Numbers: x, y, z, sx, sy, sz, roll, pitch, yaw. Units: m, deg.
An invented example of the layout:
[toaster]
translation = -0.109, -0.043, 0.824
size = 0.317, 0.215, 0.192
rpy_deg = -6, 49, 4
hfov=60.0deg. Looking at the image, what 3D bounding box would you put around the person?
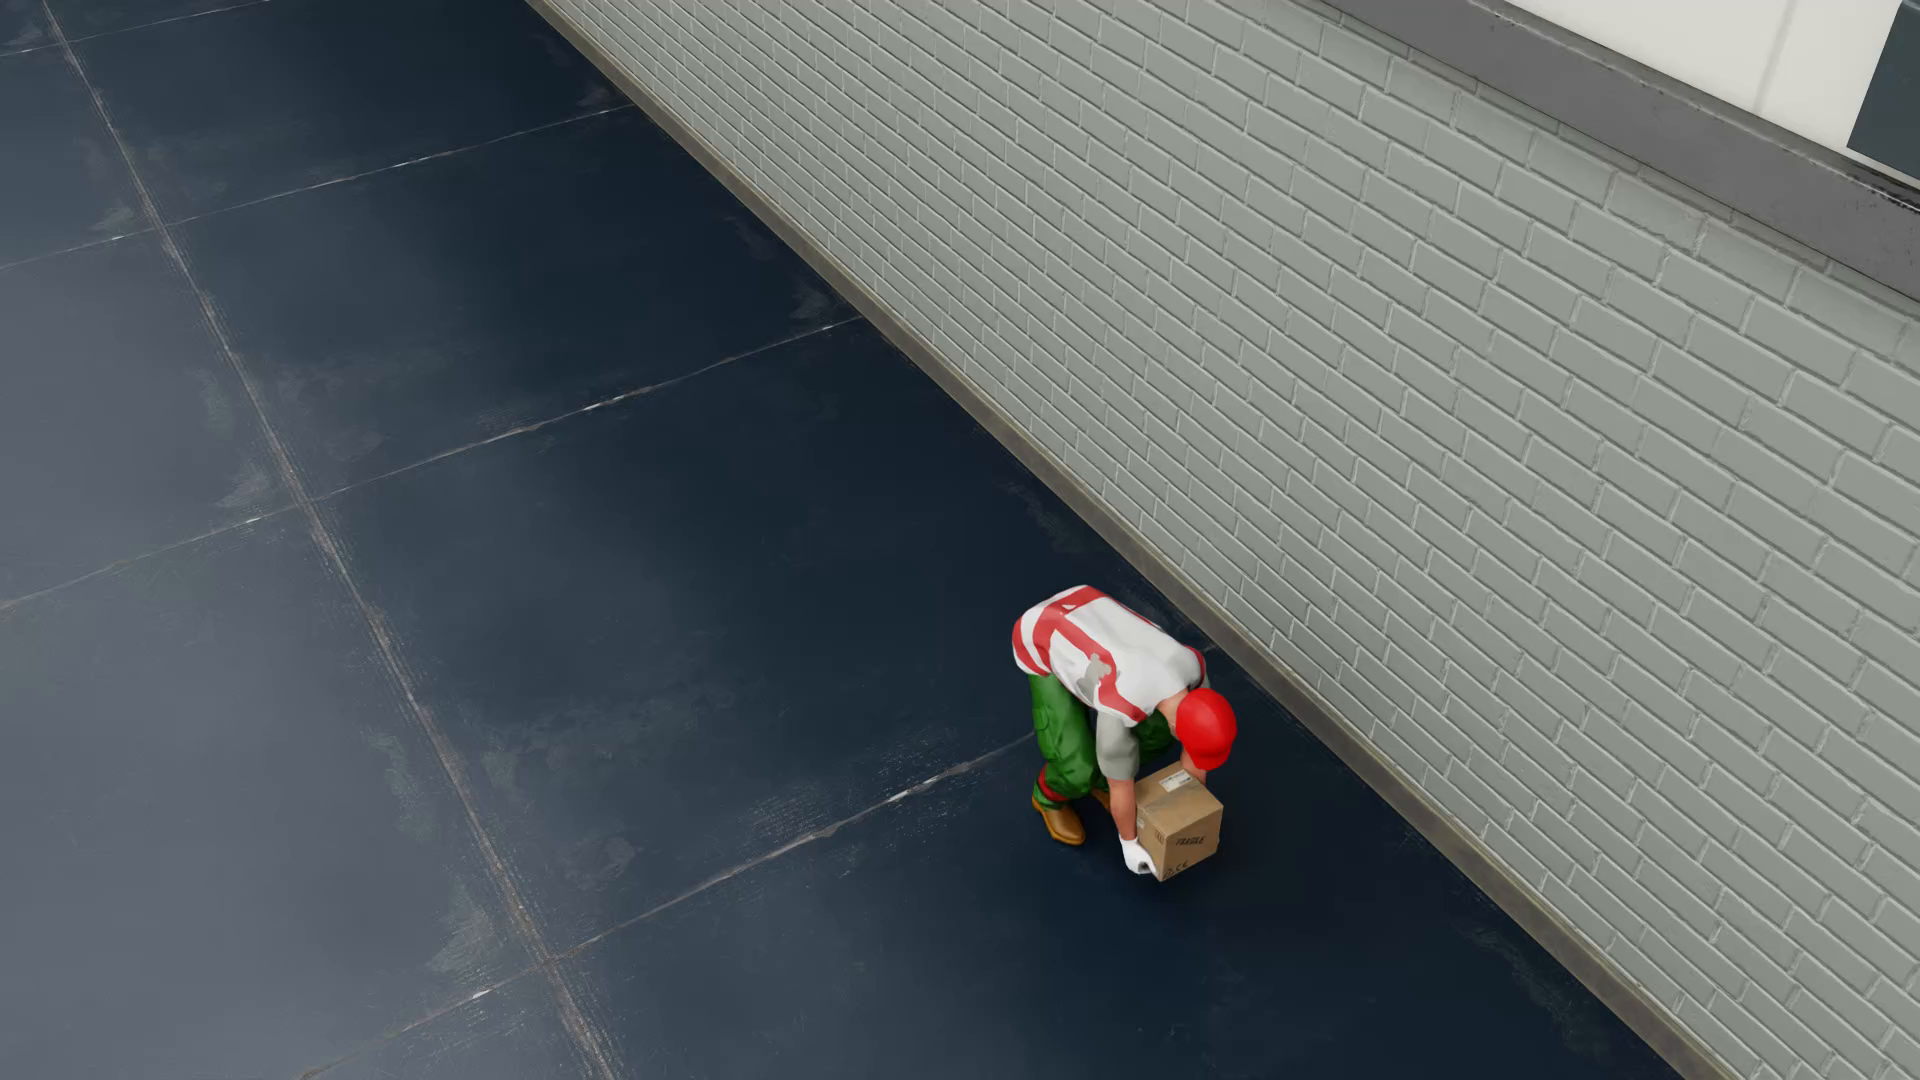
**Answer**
[person]
translation = 0.571, 0.715, 5.887
size = 0.523, 1.025, 0.958
rpy_deg = -25, 46, -26
